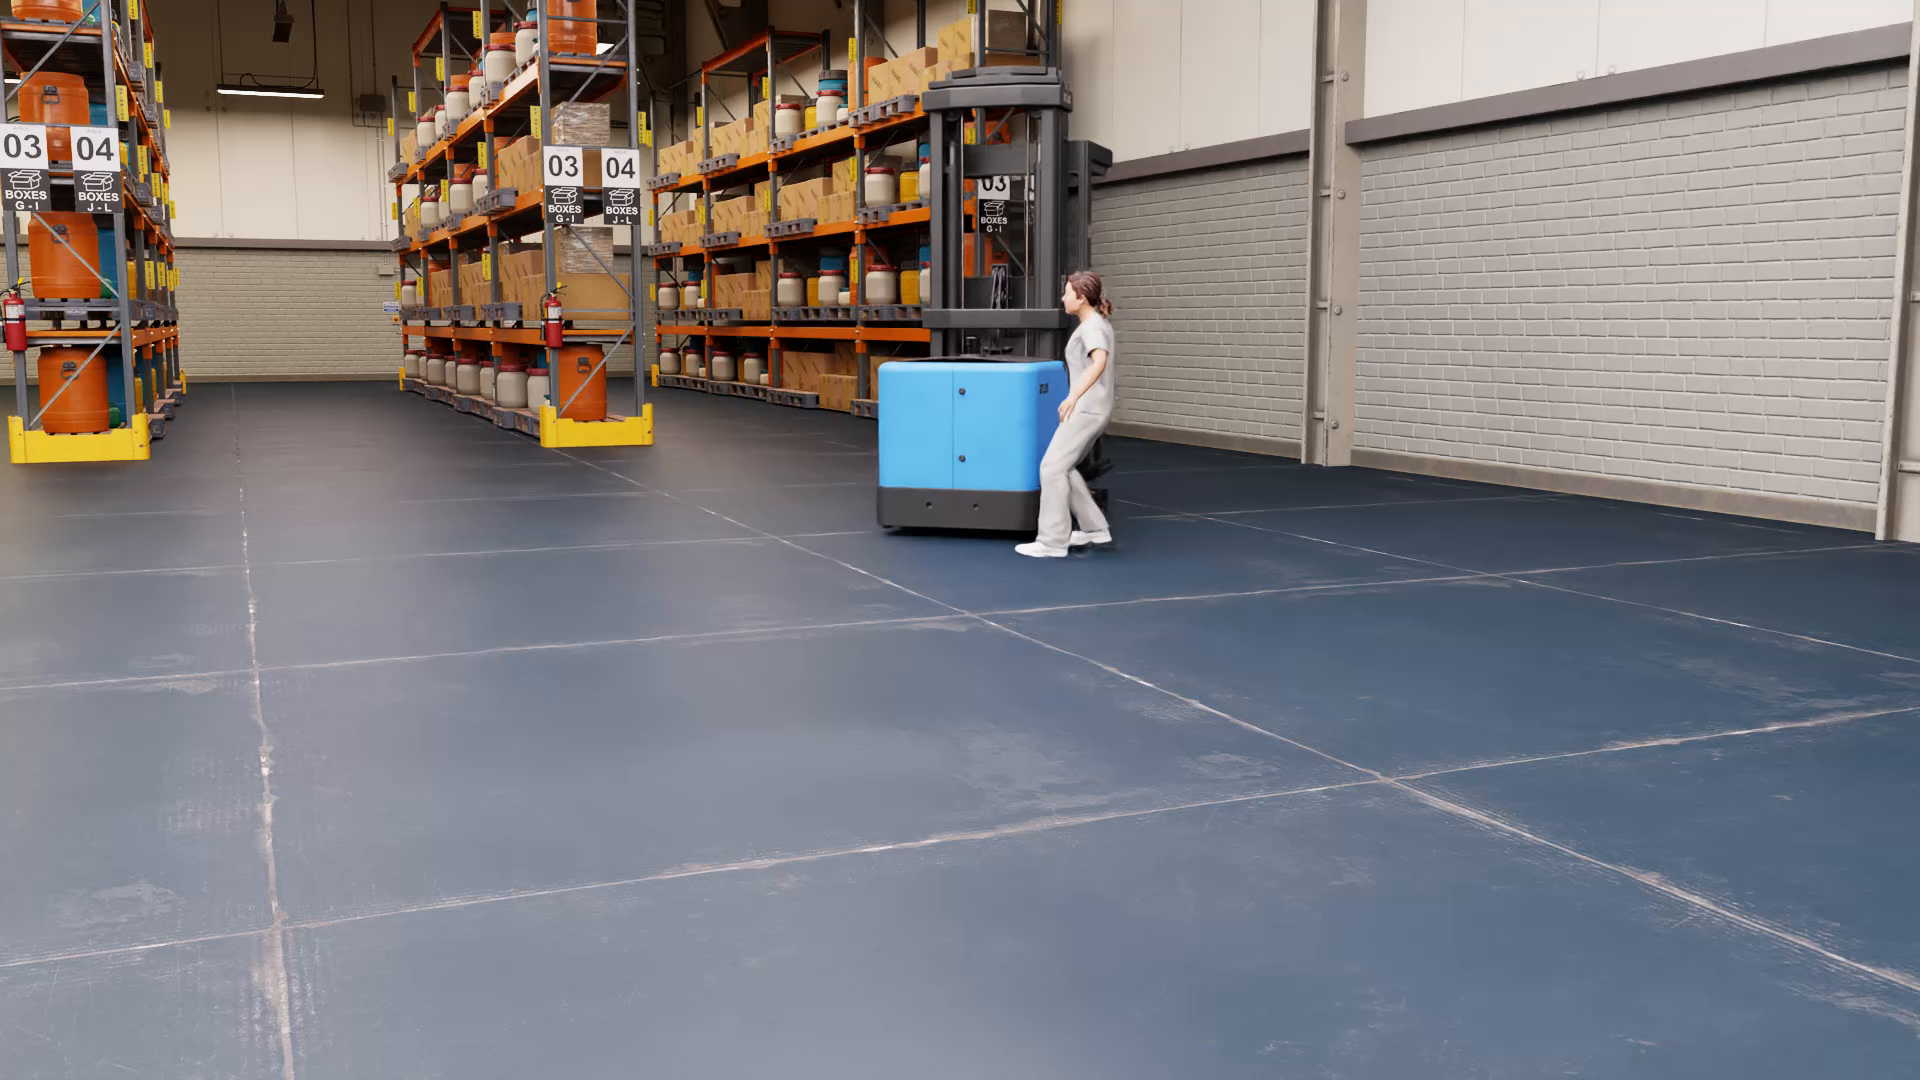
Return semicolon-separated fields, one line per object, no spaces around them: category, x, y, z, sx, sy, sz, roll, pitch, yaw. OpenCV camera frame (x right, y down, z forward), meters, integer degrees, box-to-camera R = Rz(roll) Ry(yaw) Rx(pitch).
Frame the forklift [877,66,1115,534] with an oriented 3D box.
forklift;0.413;-1.643;11.404;1.130;2.935;3.031;2;8;17

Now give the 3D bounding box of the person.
person;0.625;-0.725;9.560;0.531;1.623;0.787;2;8;12
